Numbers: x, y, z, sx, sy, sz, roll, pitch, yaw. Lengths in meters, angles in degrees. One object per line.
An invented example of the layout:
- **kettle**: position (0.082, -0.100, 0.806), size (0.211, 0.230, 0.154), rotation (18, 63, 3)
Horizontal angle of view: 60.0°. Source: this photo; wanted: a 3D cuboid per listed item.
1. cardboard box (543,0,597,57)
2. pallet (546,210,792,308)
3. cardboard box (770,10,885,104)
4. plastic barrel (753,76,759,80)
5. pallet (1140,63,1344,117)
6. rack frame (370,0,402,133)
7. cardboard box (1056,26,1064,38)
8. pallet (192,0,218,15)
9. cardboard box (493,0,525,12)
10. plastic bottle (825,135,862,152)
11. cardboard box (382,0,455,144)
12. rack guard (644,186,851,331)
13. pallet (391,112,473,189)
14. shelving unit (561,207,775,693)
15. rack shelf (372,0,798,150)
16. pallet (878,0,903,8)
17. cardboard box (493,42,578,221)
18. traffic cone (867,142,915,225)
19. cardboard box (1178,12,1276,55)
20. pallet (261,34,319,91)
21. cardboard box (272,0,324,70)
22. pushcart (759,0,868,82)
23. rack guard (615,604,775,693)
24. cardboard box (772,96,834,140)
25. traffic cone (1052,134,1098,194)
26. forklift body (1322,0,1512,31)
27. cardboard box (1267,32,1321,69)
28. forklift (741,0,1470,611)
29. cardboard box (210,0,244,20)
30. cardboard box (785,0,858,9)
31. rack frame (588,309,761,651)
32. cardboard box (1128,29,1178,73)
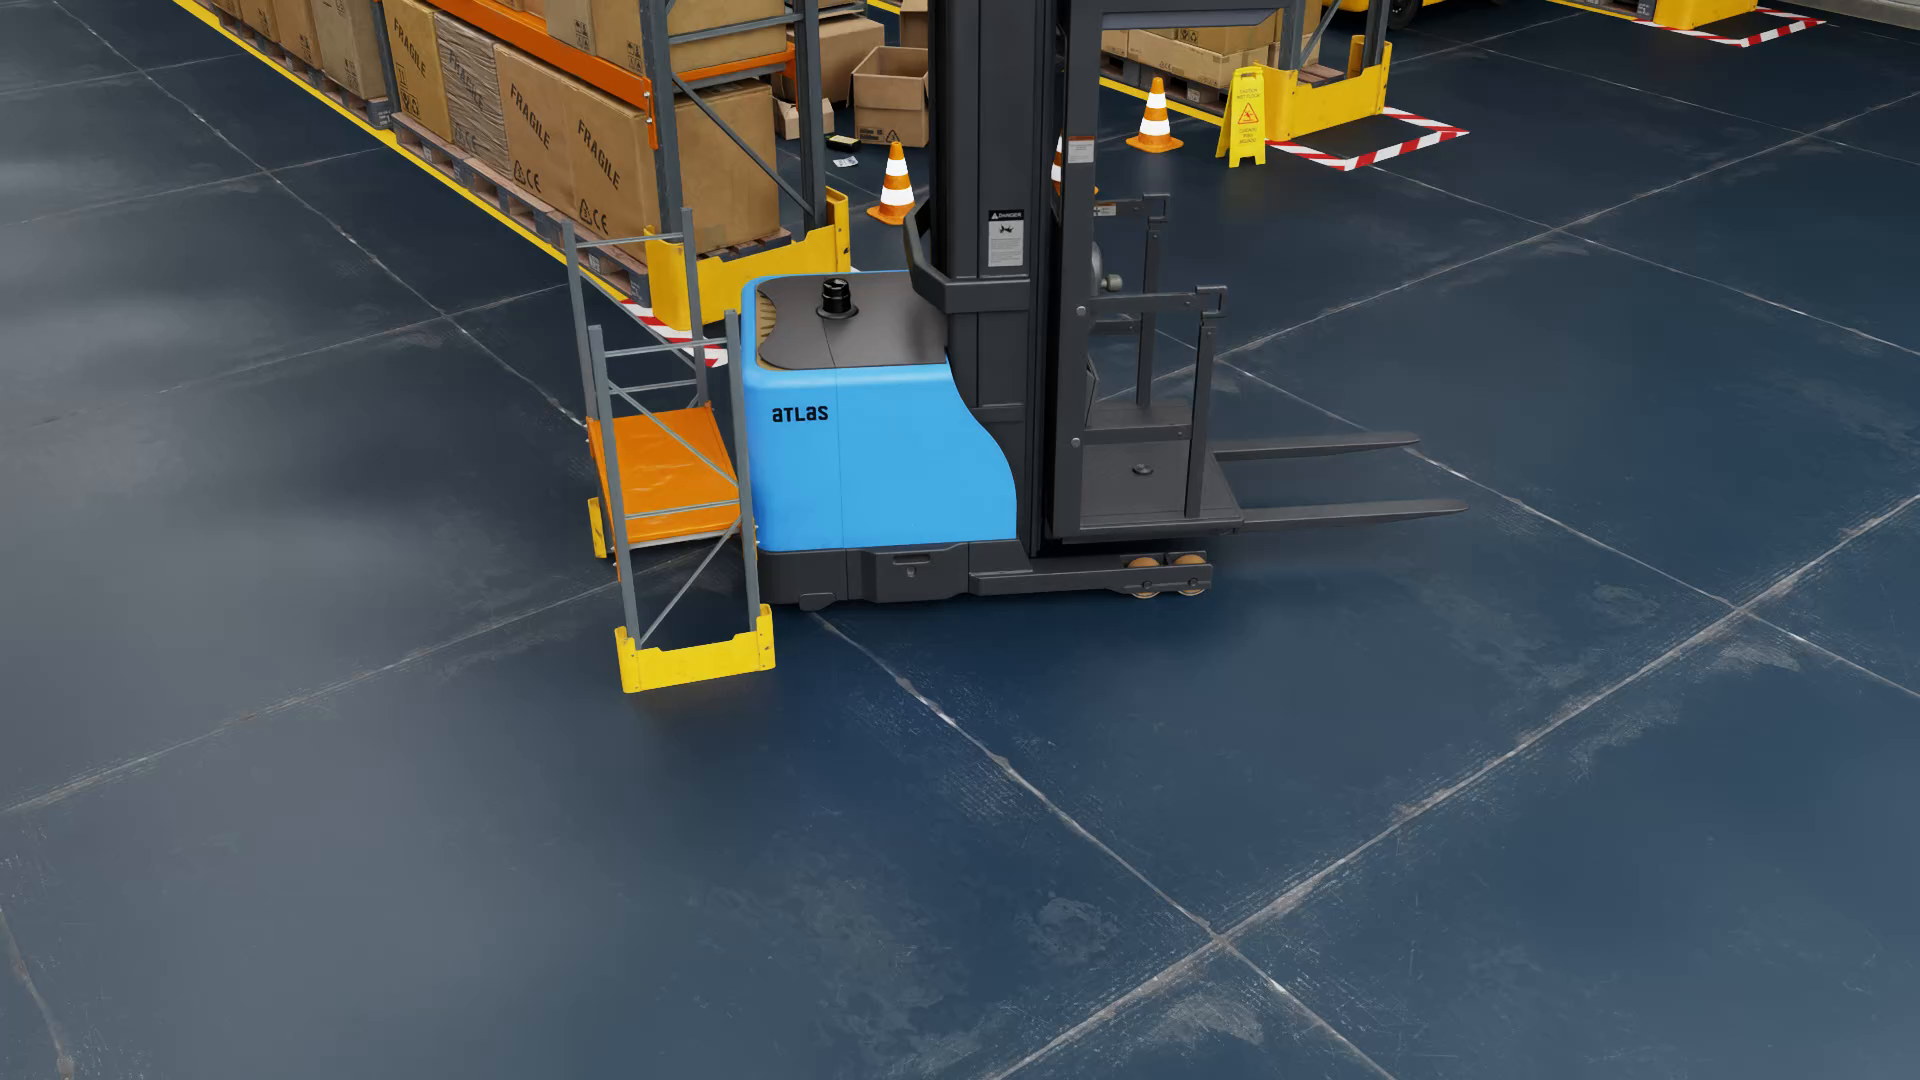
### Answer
- **cardboard box**: position (-1.807, -3.098, 9.253), size (0.875, 0.550, 0.550), rotation (-22, 38, -31)
- **pallet**: position (-1.741, -1.795, 9.941), size (1.003, 0.211, 1.213), rotation (-22, 38, -31)
- **cardboard box**: position (-0.998, -3.613, 12.462), size (0.797, 0.637, 0.503), rotation (-22, 38, -31)
- **plastic barrel**: position (-1.735, -3.268, 12.111), size (0.512, 0.421, 0.421), rotation (1, 32, 2)
- **pallet**: position (2.142, -3.513, 12.706), size (1.003, 0.211, 1.213), rotation (-22, 38, -31)
- **rack frame**: position (-3.642, -4.339, 11.393), size (1.000, 3.000, 0.127), rotation (-22, 38, -31)
- **cardboard box**: position (1.018, -4.221, 13.411), size (0.500, 0.250, 0.500), rotation (-23, 38, -32)
- **pallet**: position (-6.573, -5.148, 15.338), size (1.003, 0.211, 1.213), rotation (-22, 38, -31)
- **cardboard box**: position (-2.409, -3.579, 10.028), size (0.875, 0.550, 0.500), rotation (-22, 38, -31)
- **plastic bottle**: position (-0.844, -2.791, 11.685), size (0.283, 0.061, 0.133), rotation (18, 36, 27)
- **cardboard box**: position (-3.312, -3.330, 11.385), size (0.875, 0.875, 0.875), rotation (-22, 38, -31)
- **rack guard**: position (-1.175, -1.600, 9.353), size (1.175, 0.500, 0.348), rotation (-22, 38, -31)
- **pallet**: position (-3.238, -2.812, 11.578), size (1.003, 0.211, 1.213), rotation (-22, 38, -31)
- **shelving unit**: position (-1.147, -0.370, 6.424), size (0.587, 1.500, 1.083), rotation (-9, 33, -14)
- **rack shelf**: position (-2.416, -3.200, 10.241), size (1.077, 0.370, 4.000), rotation (-22, 38, -31)
- **pallet**: position (-0.273, -5.122, 15.297), size (1.003, 0.211, 1.213), rotation (-22, 38, -31)
- **cardboard box**: position (-2.199, -2.575, 10.169), size (0.875, 0.875, 0.875), rotation (-23, 39, -32)
- **traffic cone**: position (-0.393, -2.275, 10.475), size (0.336, 0.463, 0.334), rotation (-22, 38, -31)
- **cardboard box**: position (1.962, -3.894, 12.174), size (0.500, 0.500, 0.500), rotation (-22, 38, -31)
- **pallet**: position (-4.927, -3.961, 13.427), size (1.003, 0.211, 1.213), rotation (-22, 38, -31)
- **cardboard box**: position (-4.682, -4.195, 12.895), size (1.050, 0.750, 0.750), rotation (-22, 38, -31)
- **pushcart**: position (-1.564, -4.110, 13.510), size (0.936, 0.377, 1.648), rotation (18, 36, 27)
- **rack guard**: position (-1.006, 0.413, 6.348), size (0.587, 0.250, 0.087), rotation (-9, 33, -14)
- **cardboard box**: position (-1.133, -3.057, 11.921), size (0.396, 0.266, 0.258), rotation (-16, 35, -23)
- **traffic cone**: position (0.708, -2.499, 10.835), size (0.336, 0.463, 0.334), rotation (-22, 38, -31)
- **forklift body**: position (3.974, -5.763, 14.490), size (2.313, 2.155, 1.214), rotation (-22, 38, -31)
- **cardboard box**: position (2.383, -3.752, 12.656), size (0.500, 0.250, 0.500), rotation (-23, 38, -32)
- **forklift**: position (0.620, -1.280, 6.533), size (3.031, 2.935, 1.130), rotation (-3, 32, -5)
- **cardboard box**: position (-5.793, -4.946, 14.105), size (1.050, 0.750, 0.750), rotation (-23, 38, -32)
- **cardboard box**: position (-1.182, -4.654, 13.552), size (0.500, 0.500, 0.500), rotation (-22, 38, -31)
- **rack frame**: position (-1.000, -0.108, 6.002), size (0.500, 1.500, 0.032), rotation (-9, 33, -14)
- **cardboard box**: position (1.639, -3.794, 12.724), size (0.500, 0.250, 0.500), rotation (-22, 38, -31)
